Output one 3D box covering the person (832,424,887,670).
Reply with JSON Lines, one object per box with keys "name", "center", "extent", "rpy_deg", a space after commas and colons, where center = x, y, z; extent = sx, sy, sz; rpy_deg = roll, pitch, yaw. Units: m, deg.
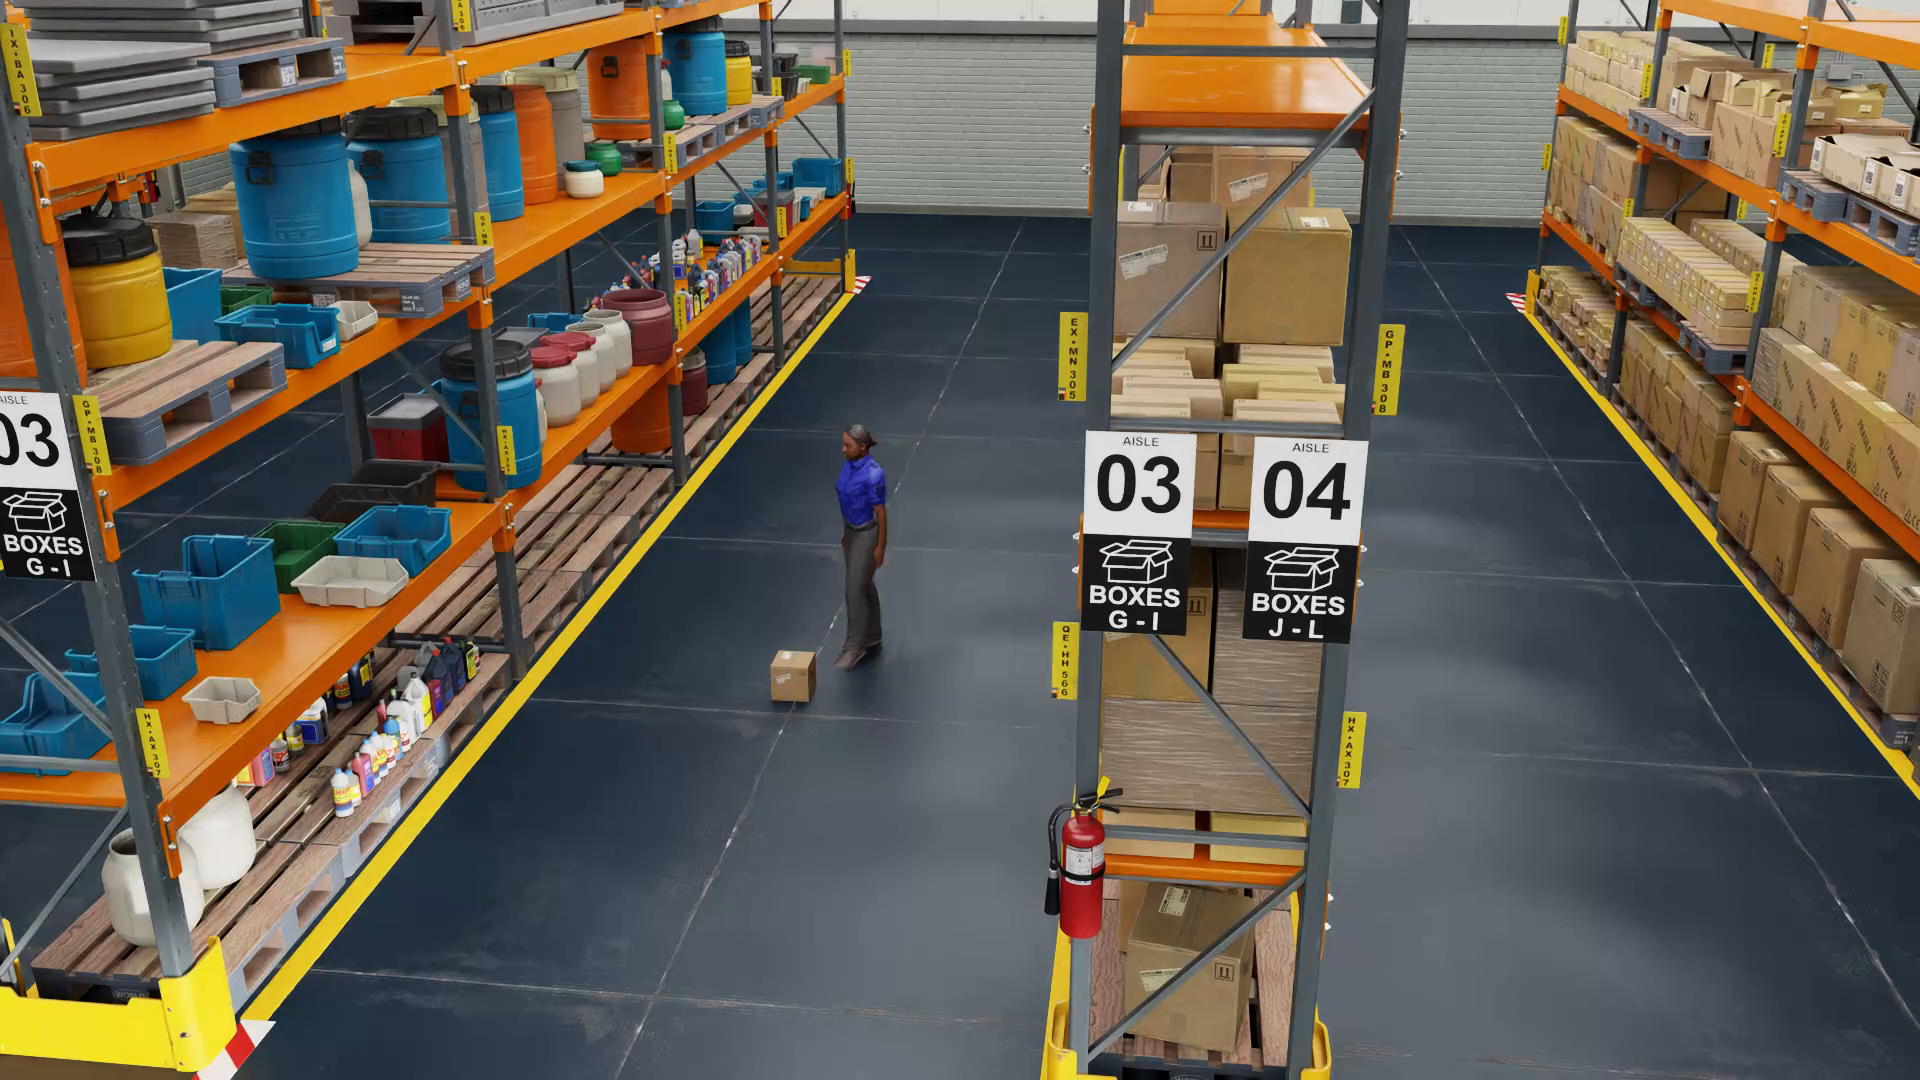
{"name": "person", "center": [-0.754, 0.031, 11.435], "extent": [0.469, 1.711, 0.464], "rpy_deg": [-10, 24, -24]}
